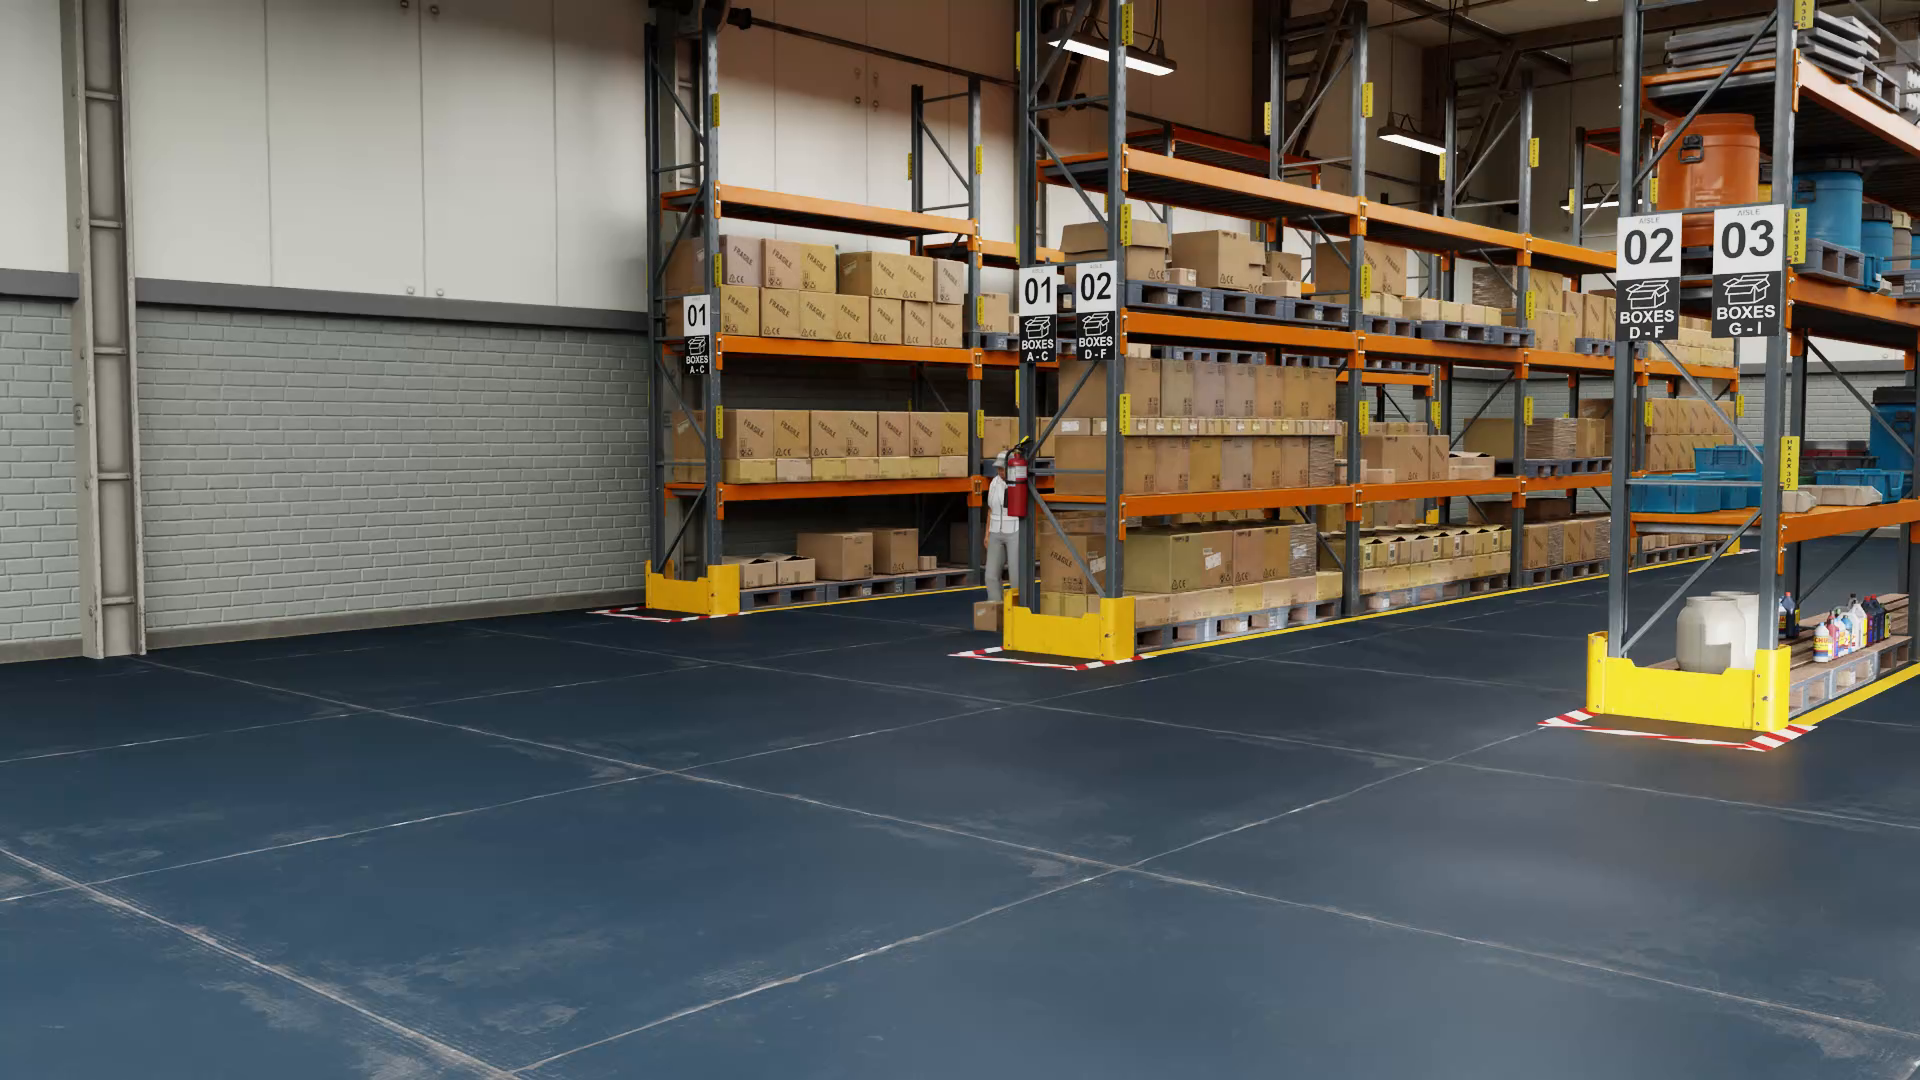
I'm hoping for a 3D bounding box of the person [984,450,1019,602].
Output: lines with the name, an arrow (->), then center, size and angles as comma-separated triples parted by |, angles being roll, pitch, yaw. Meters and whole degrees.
person -> 0.438, -0.010, 15.604 | 0.549, 1.664, 0.470 | 3, 5, 37
